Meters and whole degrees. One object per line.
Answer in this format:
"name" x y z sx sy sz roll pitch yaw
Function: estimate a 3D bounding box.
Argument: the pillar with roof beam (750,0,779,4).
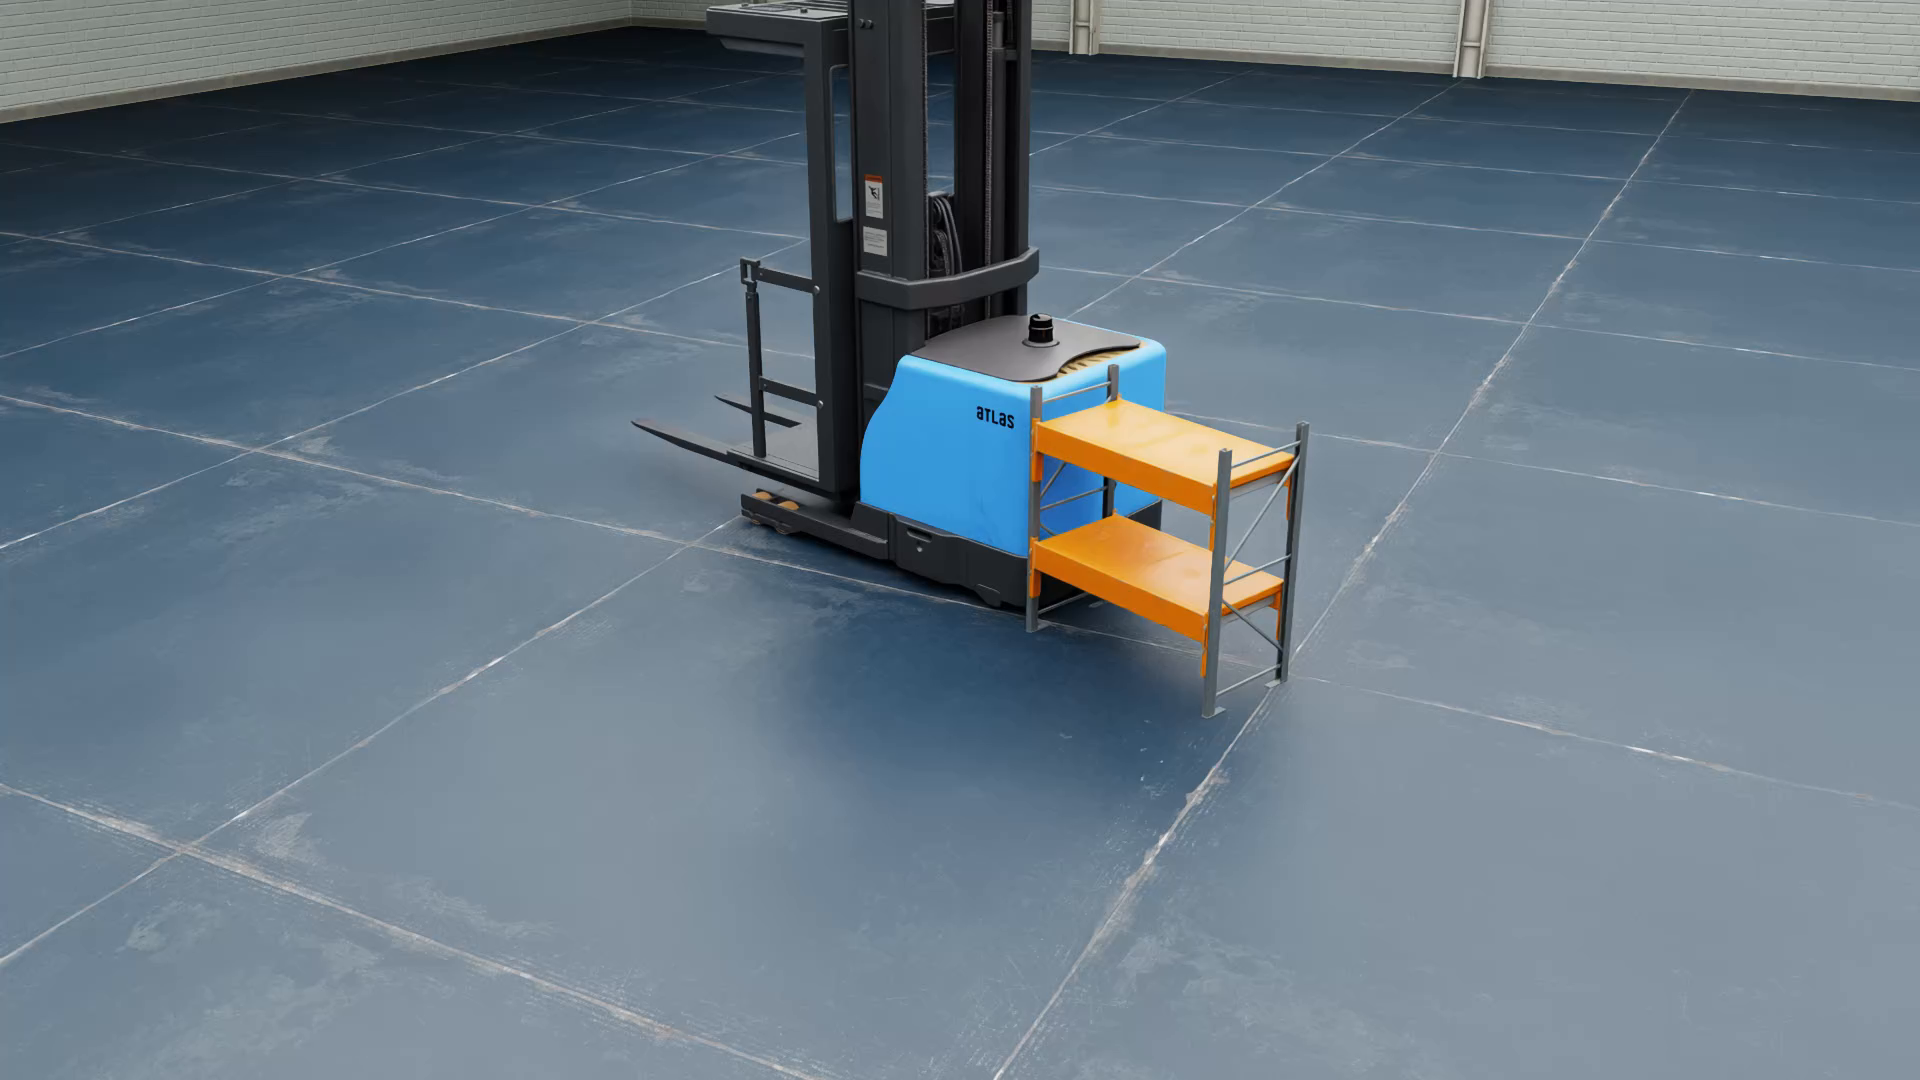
"pillar with roof beam" -5.324 -11.434 23.637 0.400 9.000 9.100 11 25 25

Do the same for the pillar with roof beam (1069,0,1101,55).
"pillar with roof beam" 0.031 -10.374 21.146 0.400 9.000 9.100 11 25 25

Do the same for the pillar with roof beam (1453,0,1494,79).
"pillar with roof beam" 5.386 -9.315 18.655 0.400 9.000 9.100 11 25 25

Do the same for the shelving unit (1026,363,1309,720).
"shelving unit" 0.822 -0.026 6.873 0.538 1.125 1.048 -19 29 -37

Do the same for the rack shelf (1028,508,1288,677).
"rack shelf" 0.822 0.199 6.969 0.538 0.278 1.000 -19 29 -37

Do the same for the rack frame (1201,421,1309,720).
"rack frame" 1.157 0.124 6.521 0.500 1.125 0.032 -19 29 -37

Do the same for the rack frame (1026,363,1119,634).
"rack frame" 0.488 -0.176 7.226 0.500 1.125 0.032 -19 29 -37

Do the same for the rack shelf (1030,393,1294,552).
"rack shelf" 0.822 -0.295 6.759 0.538 0.278 1.000 -19 29 -37

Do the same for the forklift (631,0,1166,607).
"forklift" -0.473 -1.512 8.060 3.031 2.935 1.130 19 30 37
